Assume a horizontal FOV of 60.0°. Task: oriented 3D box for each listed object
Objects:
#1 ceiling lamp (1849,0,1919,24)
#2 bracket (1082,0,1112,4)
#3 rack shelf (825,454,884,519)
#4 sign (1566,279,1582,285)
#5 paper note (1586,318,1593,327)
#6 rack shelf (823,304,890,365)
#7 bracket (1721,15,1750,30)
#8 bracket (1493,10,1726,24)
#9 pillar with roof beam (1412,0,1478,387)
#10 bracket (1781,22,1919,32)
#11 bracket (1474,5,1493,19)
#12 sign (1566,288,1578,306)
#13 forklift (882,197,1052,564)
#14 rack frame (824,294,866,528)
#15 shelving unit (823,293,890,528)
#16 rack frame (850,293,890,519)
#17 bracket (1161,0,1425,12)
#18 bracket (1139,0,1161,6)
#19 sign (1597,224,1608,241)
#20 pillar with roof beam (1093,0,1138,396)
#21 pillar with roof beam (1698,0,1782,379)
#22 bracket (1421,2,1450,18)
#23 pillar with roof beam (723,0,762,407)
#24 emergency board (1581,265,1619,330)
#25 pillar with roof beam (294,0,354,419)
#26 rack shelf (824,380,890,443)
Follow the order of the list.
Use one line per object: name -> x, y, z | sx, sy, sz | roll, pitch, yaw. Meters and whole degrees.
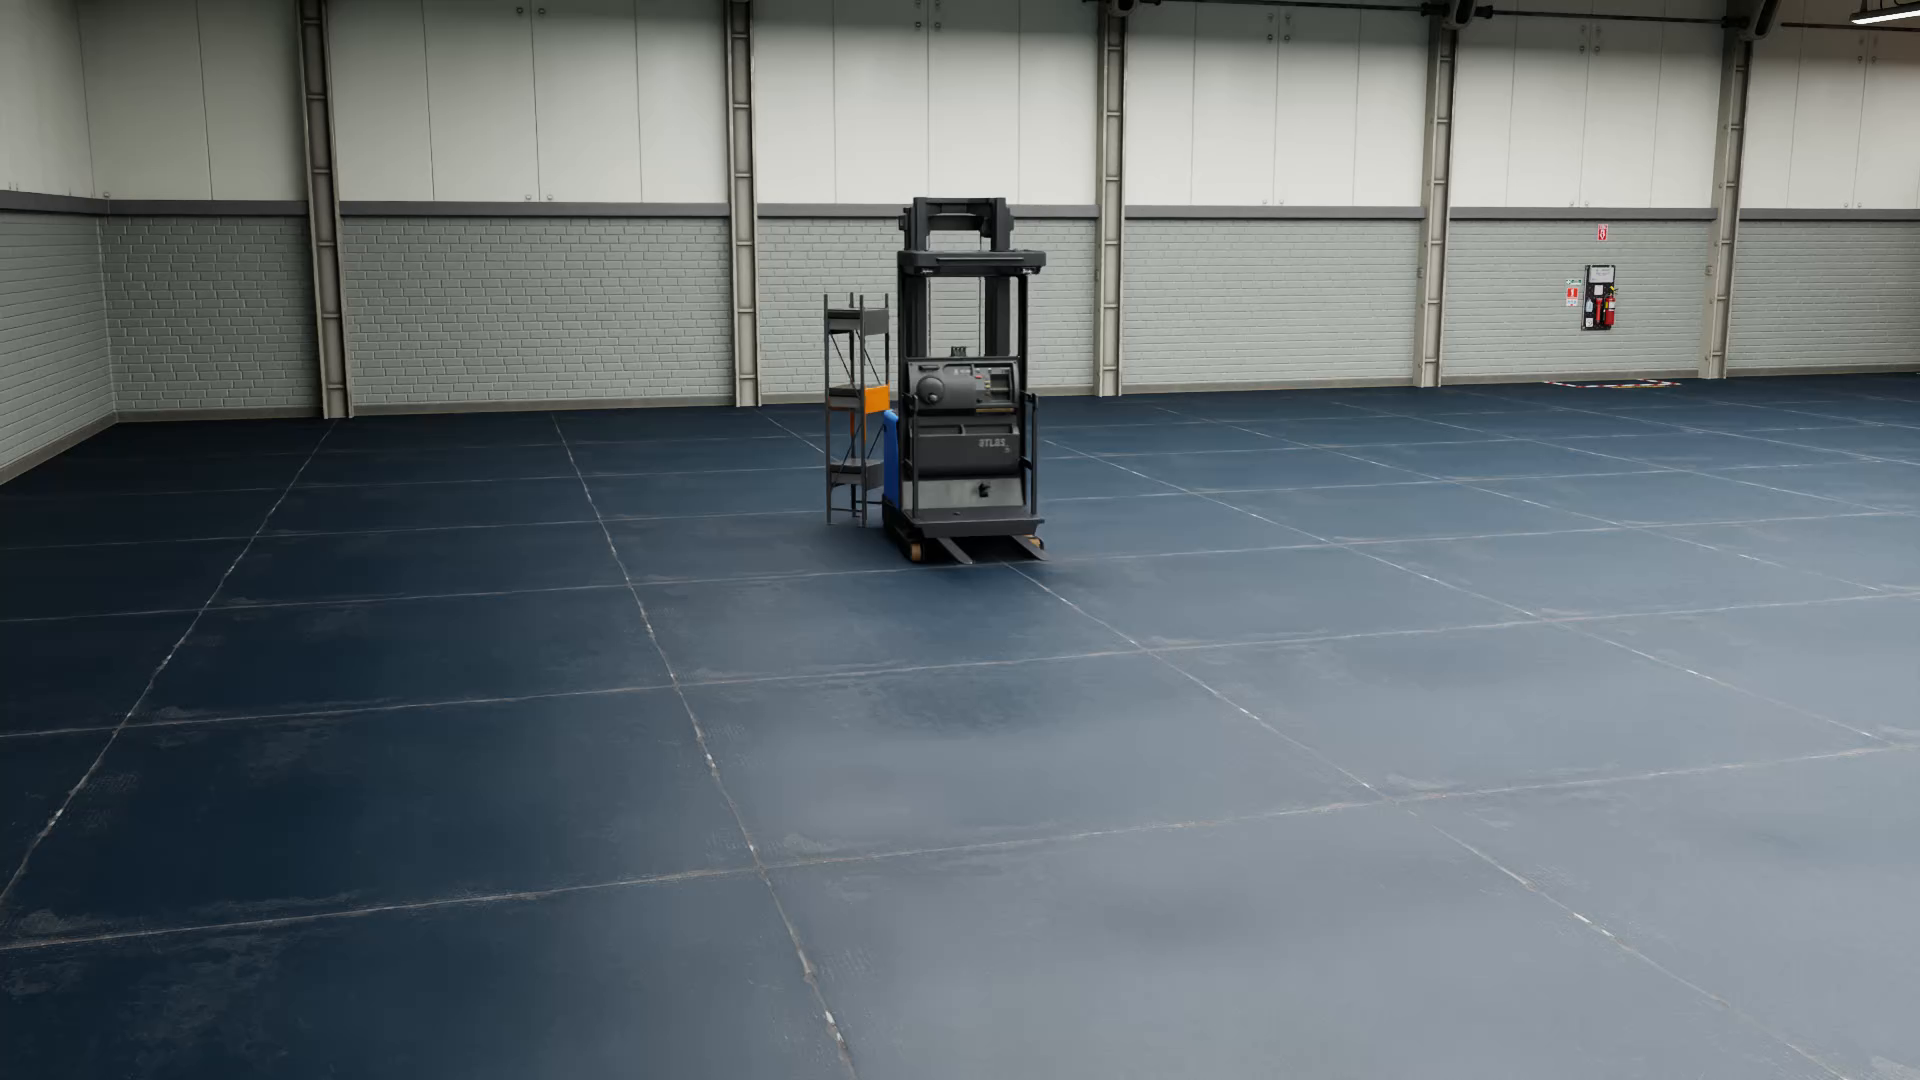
ceiling lamp -> 13.933, -9.371, 24.471 | 0.800, 3.185, 2.000 | -3, 11, -16
bracket -> 2.142, -8.517, 26.016 | 0.430, 0.232, 0.235 | -3, 11, -16
rack shelf -> -0.938, -0.499, 15.398 | 0.431, 0.518, 0.480 | 5, 11, 24
sign -> 11.027, -4.635, 29.877 | 0.331, 0.109, 0.001 | -3, 11, -16
paper note -> 11.391, -3.938, 30.086 | 0.142, 0.148, 0.016 | -3, 11, -16
rack shelf -> -0.938, -1.876, 15.144 | 0.431, 0.518, 0.480 | 5, 11, 24
bracket -> 13.664, -9.125, 29.314 | 0.430, 0.232, 0.235 | -3, 11, -16
bracket -> 11.174, -8.993, 28.601 | 4.783, 0.066, 0.076 | -3, 11, -16
pillar with roof beam -> 9.406, -6.385, 24.375 | 0.548, 9.000, 9.100 | -3, 11, -16
bracket -> 16.935, -9.297, 30.251 | 4.783, 0.066, 0.076 | -3, 11, -16
bracket -> 8.700, -8.863, 27.893 | 0.430, 0.232, 0.235 | -3, 11, -16
sign -> 11.020, -4.376, 29.932 | 0.234, 0.329, 0.001 | -3, 11, -16
forklift -> 0.073, -1.327, 13.661 | 1.130, 2.935, 3.031 | -2, 11, -11
rack frame -> -1.041, -1.161, 15.051 | 0.400, 2.100, 0.015 | 5, 11, 24
shelving unit -> -0.938, -1.201, 15.269 | 0.431, 2.100, 0.503 | 5, 11, 24
rack frame -> -0.836, -1.241, 15.487 | 0.400, 2.100, 0.015 | 5, 11, 24
bracket -> 5.413, -8.690, 26.952 | 4.783, 0.066, 0.076 | -3, 11, -16
bracket -> 2.939, -8.559, 26.244 | 0.430, 0.232, 0.235 | -3, 11, -16
sign -> 11.544, -5.525, 29.871 | 0.199, 0.298, 0.001 | -3, 11, -16
pillar with roof beam -> 3.645, -6.081, 22.726 | 0.548, 9.000, 9.100 | -3, 11, -16
pillar with roof beam -> 15.167, -6.689, 26.024 | 0.548, 9.000, 9.100 | -3, 11, -16
bracket -> 7.903, -8.821, 27.665 | 0.430, 0.232, 0.235 | -3, 11, -16
pillar with roof beam -> -2.116, -5.778, 21.077 | 0.548, 9.000, 9.100 | -3, 11, -16
emergency board -> 11.580, -4.368, 29.989 | 0.643, 1.169, 0.194 | -3, 11, -16
pillar with roof beam -> -7.877, -5.474, 19.427 | 0.400, 9.000, 9.100 | -3, 11, -16
rack shelf -> -0.938, -1.187, 15.271 | 0.431, 0.518, 0.480 | 5, 11, 24
